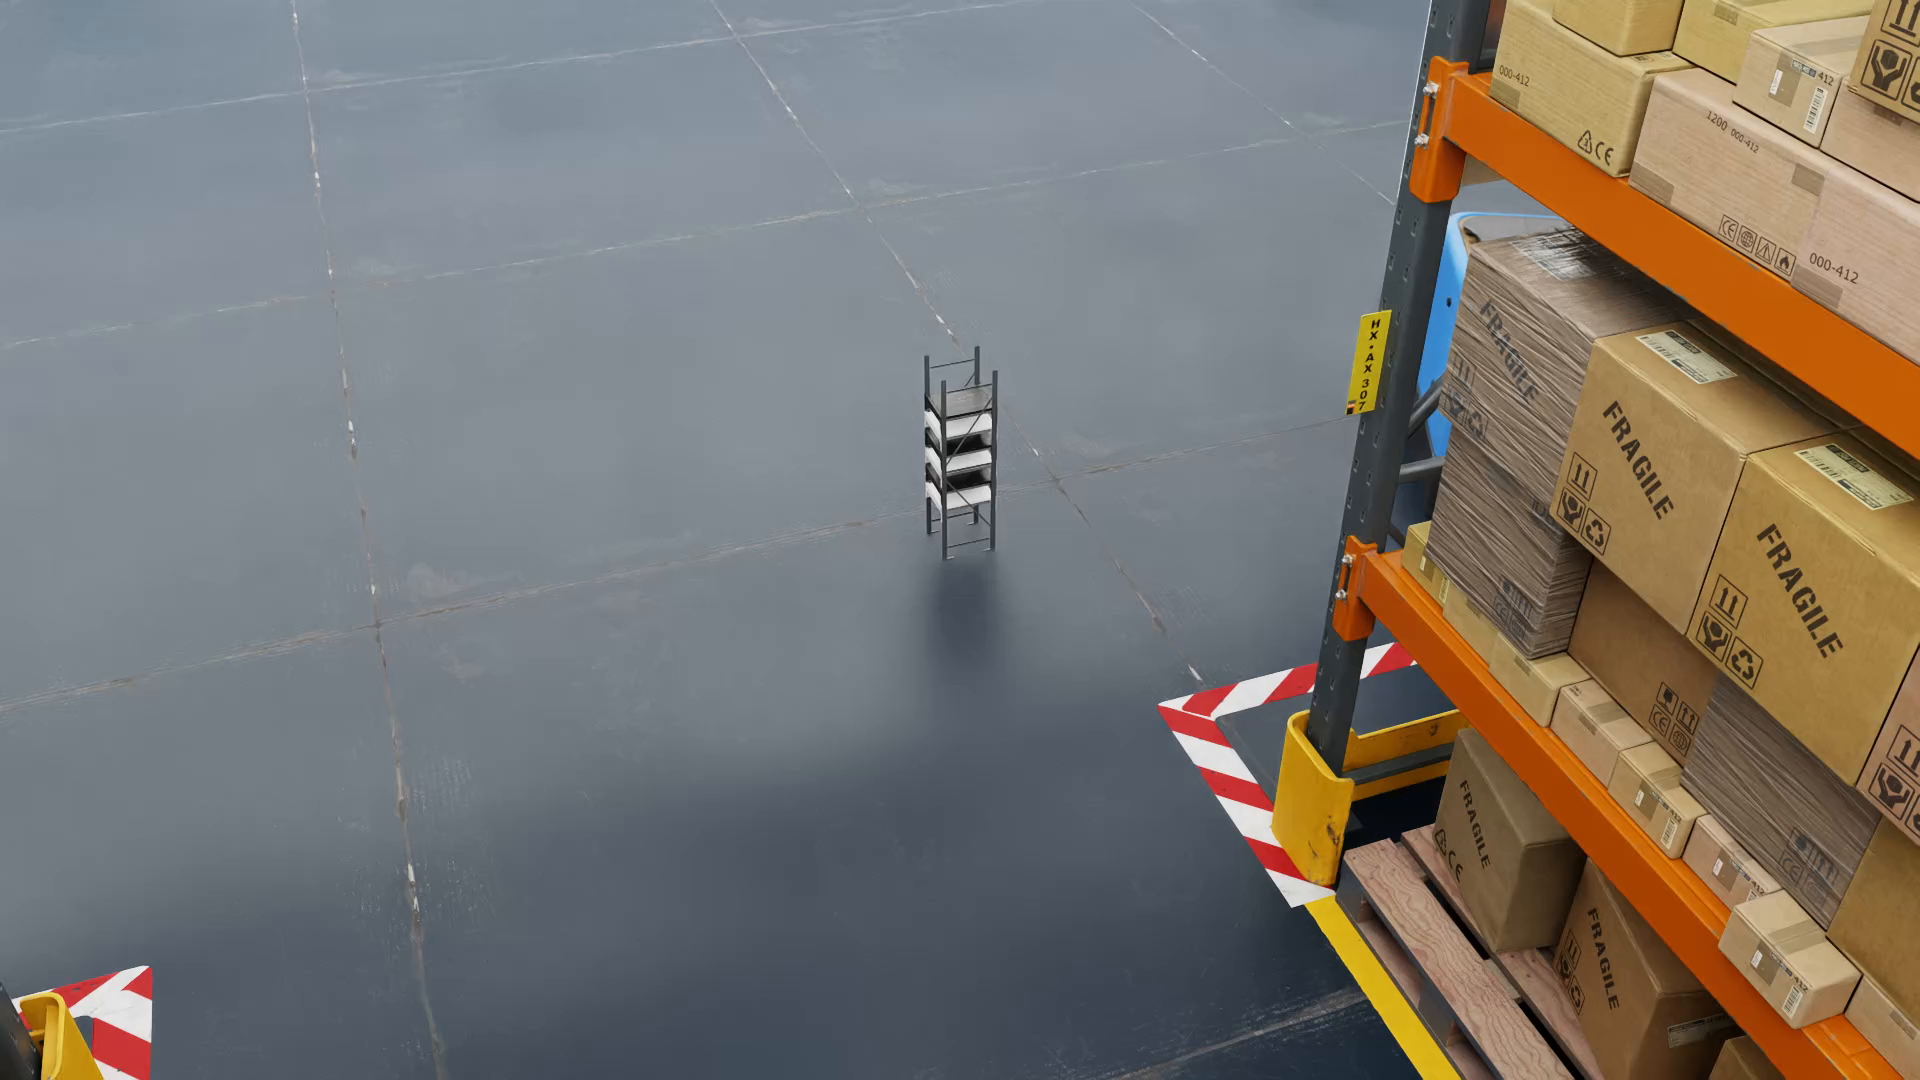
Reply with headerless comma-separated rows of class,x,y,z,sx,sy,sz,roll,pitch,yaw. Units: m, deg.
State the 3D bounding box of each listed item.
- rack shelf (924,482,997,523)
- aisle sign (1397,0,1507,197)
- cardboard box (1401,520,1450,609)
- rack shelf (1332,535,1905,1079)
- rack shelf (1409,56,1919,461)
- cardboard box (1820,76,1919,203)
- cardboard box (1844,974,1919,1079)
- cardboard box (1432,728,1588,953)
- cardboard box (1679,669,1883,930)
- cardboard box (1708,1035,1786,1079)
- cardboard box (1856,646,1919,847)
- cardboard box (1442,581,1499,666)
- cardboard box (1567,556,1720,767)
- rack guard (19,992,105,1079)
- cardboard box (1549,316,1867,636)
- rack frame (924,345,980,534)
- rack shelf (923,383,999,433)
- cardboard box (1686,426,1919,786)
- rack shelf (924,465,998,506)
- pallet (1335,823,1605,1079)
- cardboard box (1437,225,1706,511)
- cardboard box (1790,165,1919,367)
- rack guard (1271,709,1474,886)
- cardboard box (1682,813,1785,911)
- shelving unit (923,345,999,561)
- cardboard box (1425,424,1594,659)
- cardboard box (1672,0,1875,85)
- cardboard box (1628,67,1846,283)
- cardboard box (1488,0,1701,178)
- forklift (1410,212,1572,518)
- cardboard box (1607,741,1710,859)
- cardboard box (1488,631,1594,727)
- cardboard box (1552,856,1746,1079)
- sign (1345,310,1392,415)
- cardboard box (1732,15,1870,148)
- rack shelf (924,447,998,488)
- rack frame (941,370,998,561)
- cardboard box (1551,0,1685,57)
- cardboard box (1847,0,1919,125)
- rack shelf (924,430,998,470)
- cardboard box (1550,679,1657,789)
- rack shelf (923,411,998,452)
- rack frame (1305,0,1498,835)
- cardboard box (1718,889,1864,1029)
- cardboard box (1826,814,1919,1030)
rack shelf,0.003,-0.184,7.102,0.258,0.077,0.200,-12,39,-16
aisle sign,1.363,-1.277,4.291,0.394,0.787,0.004,-12,39,-16
cardboard box,1.540,0.045,4.906,0.380,0.149,0.250,-12,39,-16
rack shelf,2.354,1.151,3.826,1.077,0.370,4.000,-12,39,-16
rack shelf,2.354,-0.047,2.924,1.077,0.370,4.000,-12,39,-16
cardboard box,1.851,-0.769,3.078,0.380,0.149,0.250,-13,39,-16
cardboard box,2.176,1.026,3.603,0.380,0.149,0.250,-12,39,-16
cardboard box,1.865,0.921,5.262,0.500,0.500,0.500,-6,37,-7
cardboard box,2.245,0.441,3.841,0.875,0.500,0.500,-12,39,-16
cardboard box,2.300,1.609,4.349,0.500,0.500,0.500,-9,38,-12
cardboard box,2.116,0.391,3.077,0.500,0.500,0.500,-12,39,-16
cardboard box,1.608,0.190,4.713,0.380,0.149,0.250,-12,39,-16
cardboard box,2.114,0.150,4.228,0.875,0.500,0.500,-12,39,-16
rack guard,-3.034,1.689,4.592,1.175,0.500,0.348,-12,39,-16
cardboard box,1.765,-0.173,3.825,0.500,0.500,0.500,-12,39,-16
rack frame,-0.032,-0.412,7.049,0.240,0.900,0.006,-12,39,-16
rack shelf,0.003,-0.544,6.831,0.258,0.077,0.200,-12,39,-16
cardboard box,1.938,0.109,3.450,0.500,0.500,0.500,-12,39,-16
rack shelf,0.003,-0.256,7.047,0.258,0.077,0.200,-12,39,-16
pallet,1.938,1.357,5.273,1.003,0.211,1.213,-12,39,-16
cardboard box,1.599,-0.457,4.202,0.500,0.500,0.500,-12,39,-16
cardboard box,1.939,-0.507,3.062,0.500,0.250,0.500,-13,39,-16
rack guard,1.692,0.776,5.805,1.175,0.500,0.348,-12,39,-16
cardboard box,1.976,0.750,3.970,0.380,0.149,0.250,-12,39,-16
shelving unit,0.003,-0.355,6.973,0.258,0.900,0.210,-12,39,-16
cardboard box,1.829,-0.108,4.570,0.875,0.500,0.500,-12,39,-16
cardboard box,1.744,-1.076,3.486,0.380,0.149,0.250,-13,39,-17
cardboard box,1.772,-0.788,3.435,0.500,0.250,0.500,-13,39,-17
cardboard box,1.589,-1.078,3.820,0.500,0.250,0.500,-11,38,-15
forklift,3.593,-1.405,6.679,3.031,2.935,1.130,4,37,5
cardboard box,1.865,0.614,4.150,0.380,0.149,0.250,-12,39,-16
cardboard box,1.680,0.335,4.522,0.380,0.149,0.250,-12,39,-16
cardboard box,2.103,1.252,4.823,0.500,0.500,0.500,-3,37,-4
sign,1.156,-0.499,4.700,0.100,0.325,0.005,-12,39,-16
cardboard box,1.771,-0.907,3.262,0.380,0.149,0.250,-11,38,-14
rack shelf,0.003,-0.328,6.993,0.258,0.077,0.200,-12,39,-16
rack frame,0.038,-0.297,6.897,0.240,0.900,0.006,-12,39,-16
cardboard box,1.542,-1.193,3.641,0.380,0.149,0.250,-12,39,-15
cardboard box,1.923,-0.928,2.749,0.500,0.500,0.500,-13,39,-16
rack shelf,0.003,-0.400,6.939,0.258,0.077,0.200,-12,39,-16
cardboard box,1.785,0.471,4.340,0.380,0.149,0.250,-12,39,-16
rack shelf,0.003,-0.472,6.885,0.258,0.077,0.200,-12,39,-16
rack frame,1.666,-0.266,5.110,1.000,3.000,0.127,-12,39,-16
cardboard box,1.965,0.912,3.754,0.380,0.149,0.250,-12,39,-16
cardboard box,2.406,0.726,3.463,0.875,0.500,0.500,-12,39,-16
